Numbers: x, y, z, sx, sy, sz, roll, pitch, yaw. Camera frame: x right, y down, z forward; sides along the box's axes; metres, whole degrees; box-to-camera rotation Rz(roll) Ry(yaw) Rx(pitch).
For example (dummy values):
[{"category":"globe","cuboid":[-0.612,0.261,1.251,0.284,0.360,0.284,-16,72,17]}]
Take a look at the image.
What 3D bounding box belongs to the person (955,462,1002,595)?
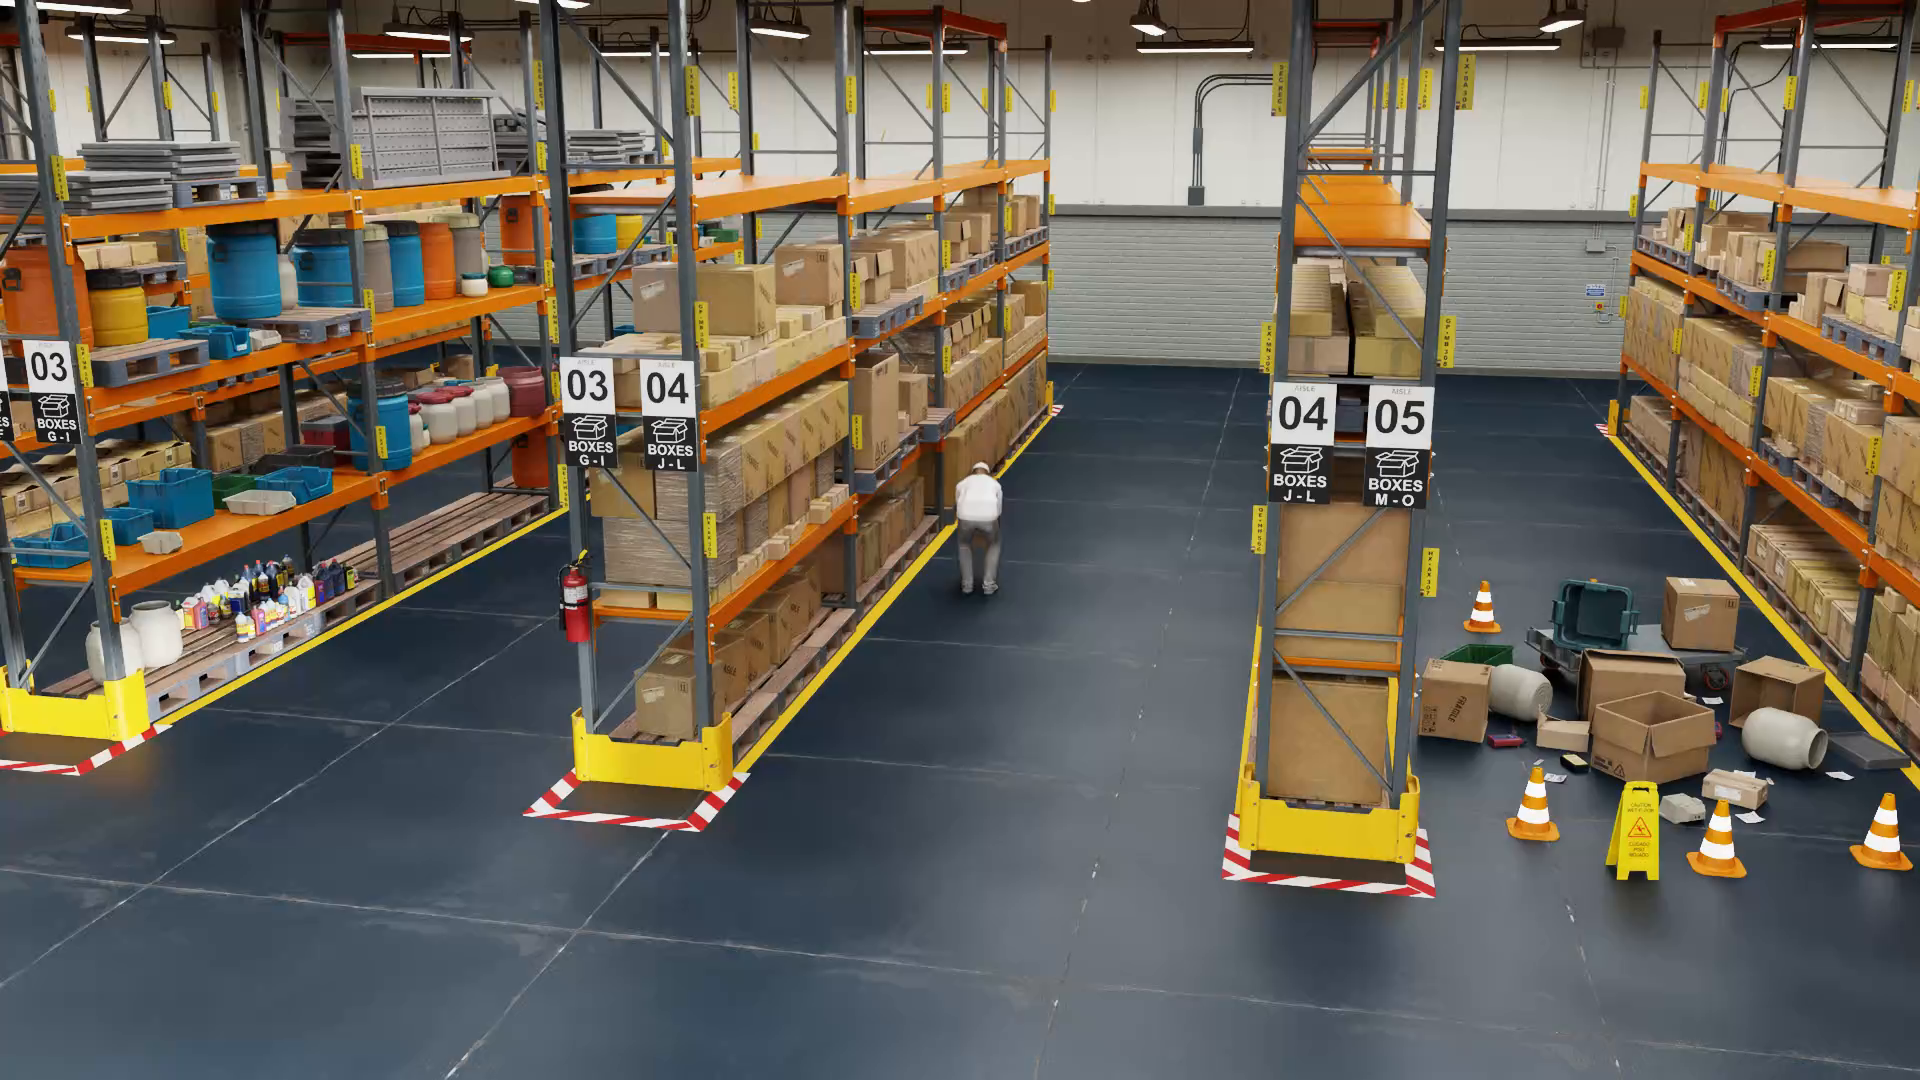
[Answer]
[{"category":"person","cuboid":[0.190,-0.126,17.454,0.497,1.258,0.939,1,15,5]}]
